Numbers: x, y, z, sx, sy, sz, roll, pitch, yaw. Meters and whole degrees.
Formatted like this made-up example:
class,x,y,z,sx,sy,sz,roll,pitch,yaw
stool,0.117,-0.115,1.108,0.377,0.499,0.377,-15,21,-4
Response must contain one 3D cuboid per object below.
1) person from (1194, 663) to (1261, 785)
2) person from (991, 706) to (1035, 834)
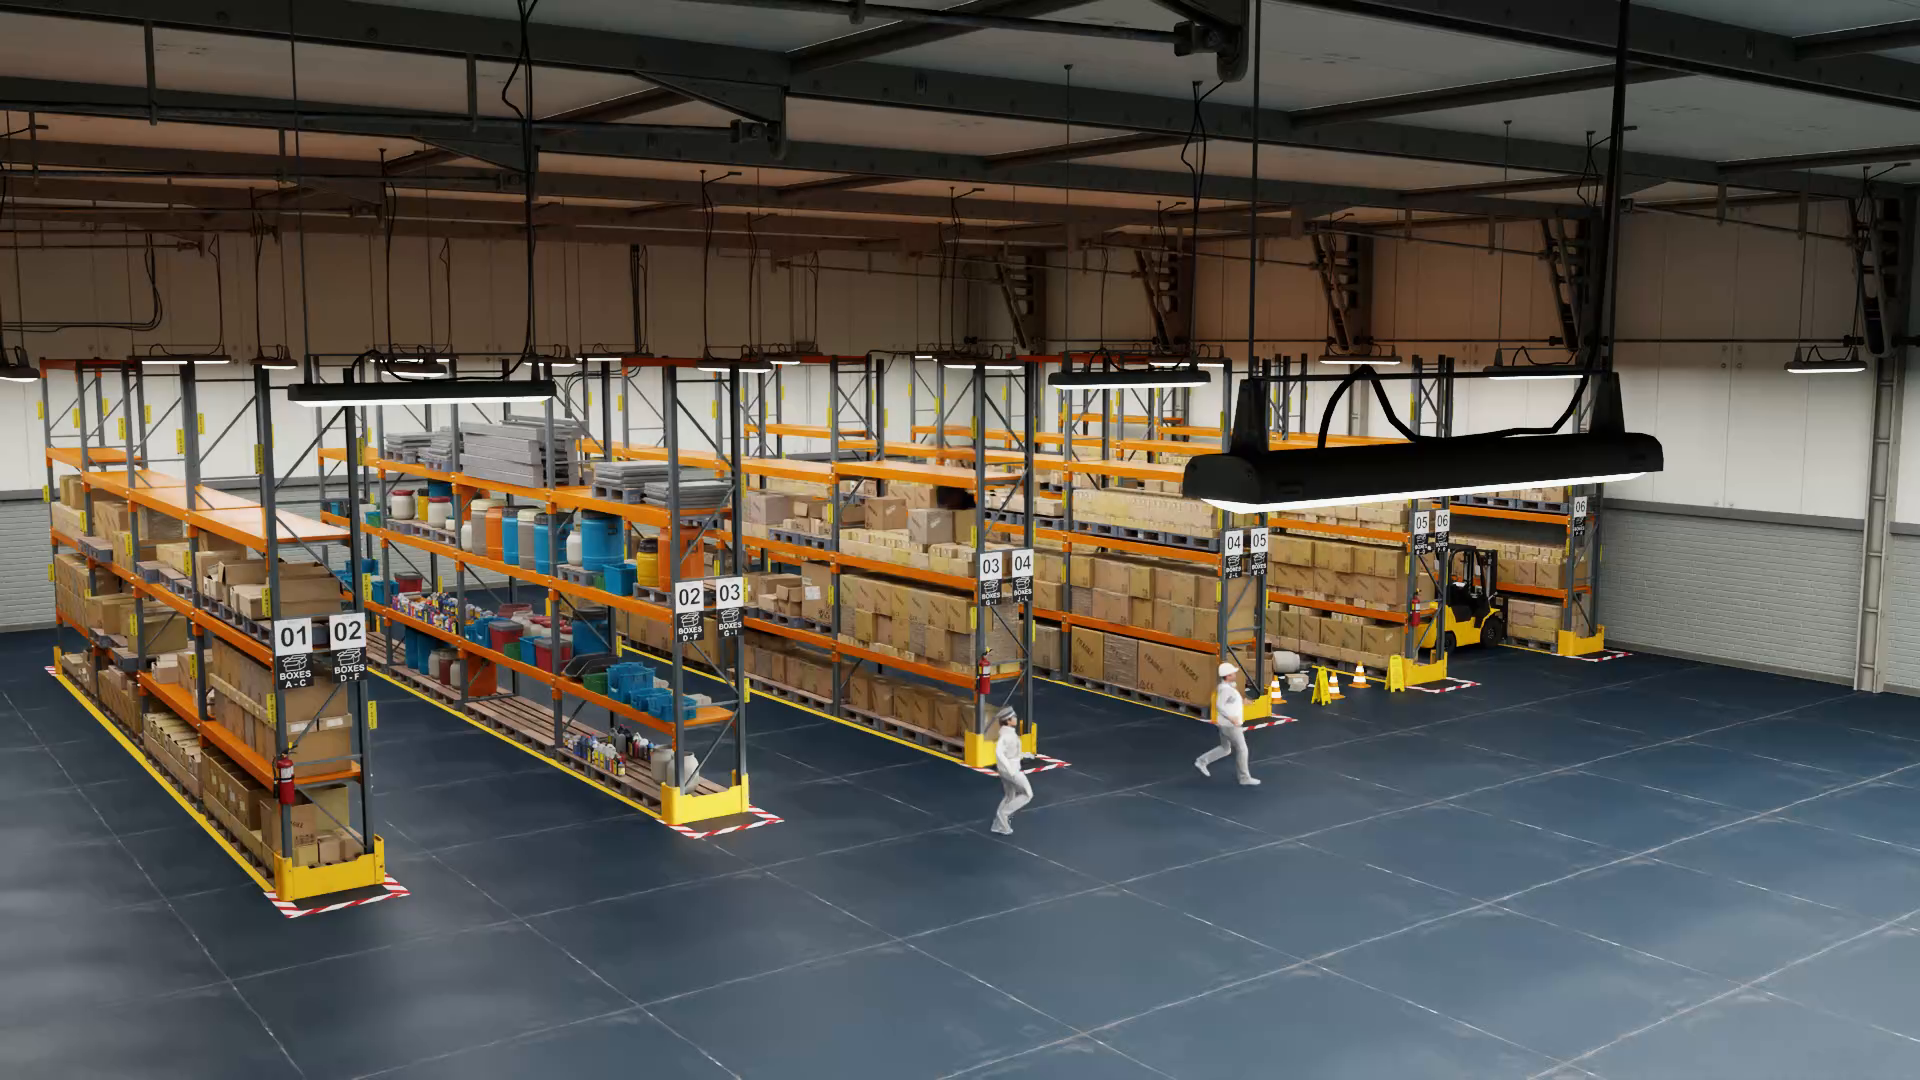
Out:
class,x,y,z,sx,sy,sz,roll,pitch,yaw
person,3.819,2.611,23.665,0.940,1.750,0.665,0,7,0
person,0.684,2.948,21.331,0.576,1.660,0.600,-1,7,-9
